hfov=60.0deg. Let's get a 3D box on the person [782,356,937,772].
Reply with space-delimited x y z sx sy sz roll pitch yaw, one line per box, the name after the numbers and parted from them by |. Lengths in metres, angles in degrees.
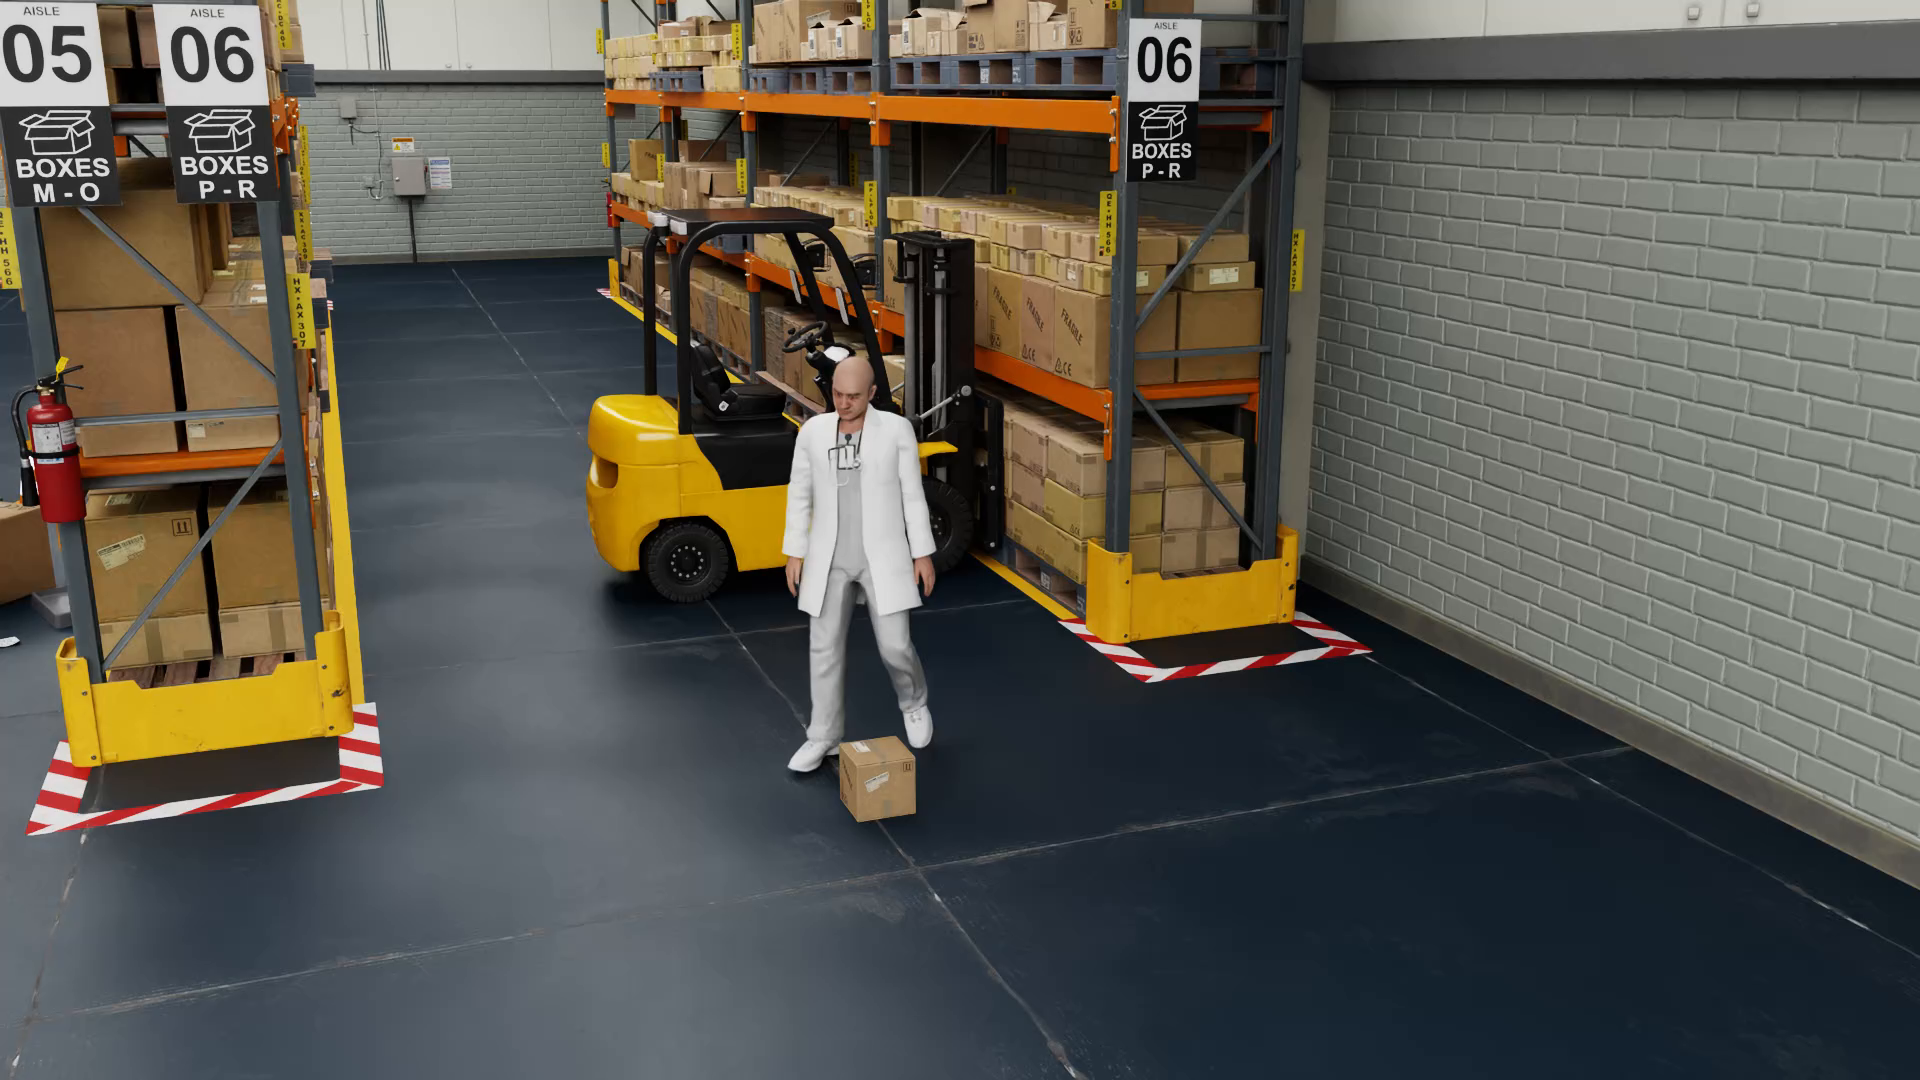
-0.444 0.088 7.158 0.677 1.775 0.632 3 16 10 | person
